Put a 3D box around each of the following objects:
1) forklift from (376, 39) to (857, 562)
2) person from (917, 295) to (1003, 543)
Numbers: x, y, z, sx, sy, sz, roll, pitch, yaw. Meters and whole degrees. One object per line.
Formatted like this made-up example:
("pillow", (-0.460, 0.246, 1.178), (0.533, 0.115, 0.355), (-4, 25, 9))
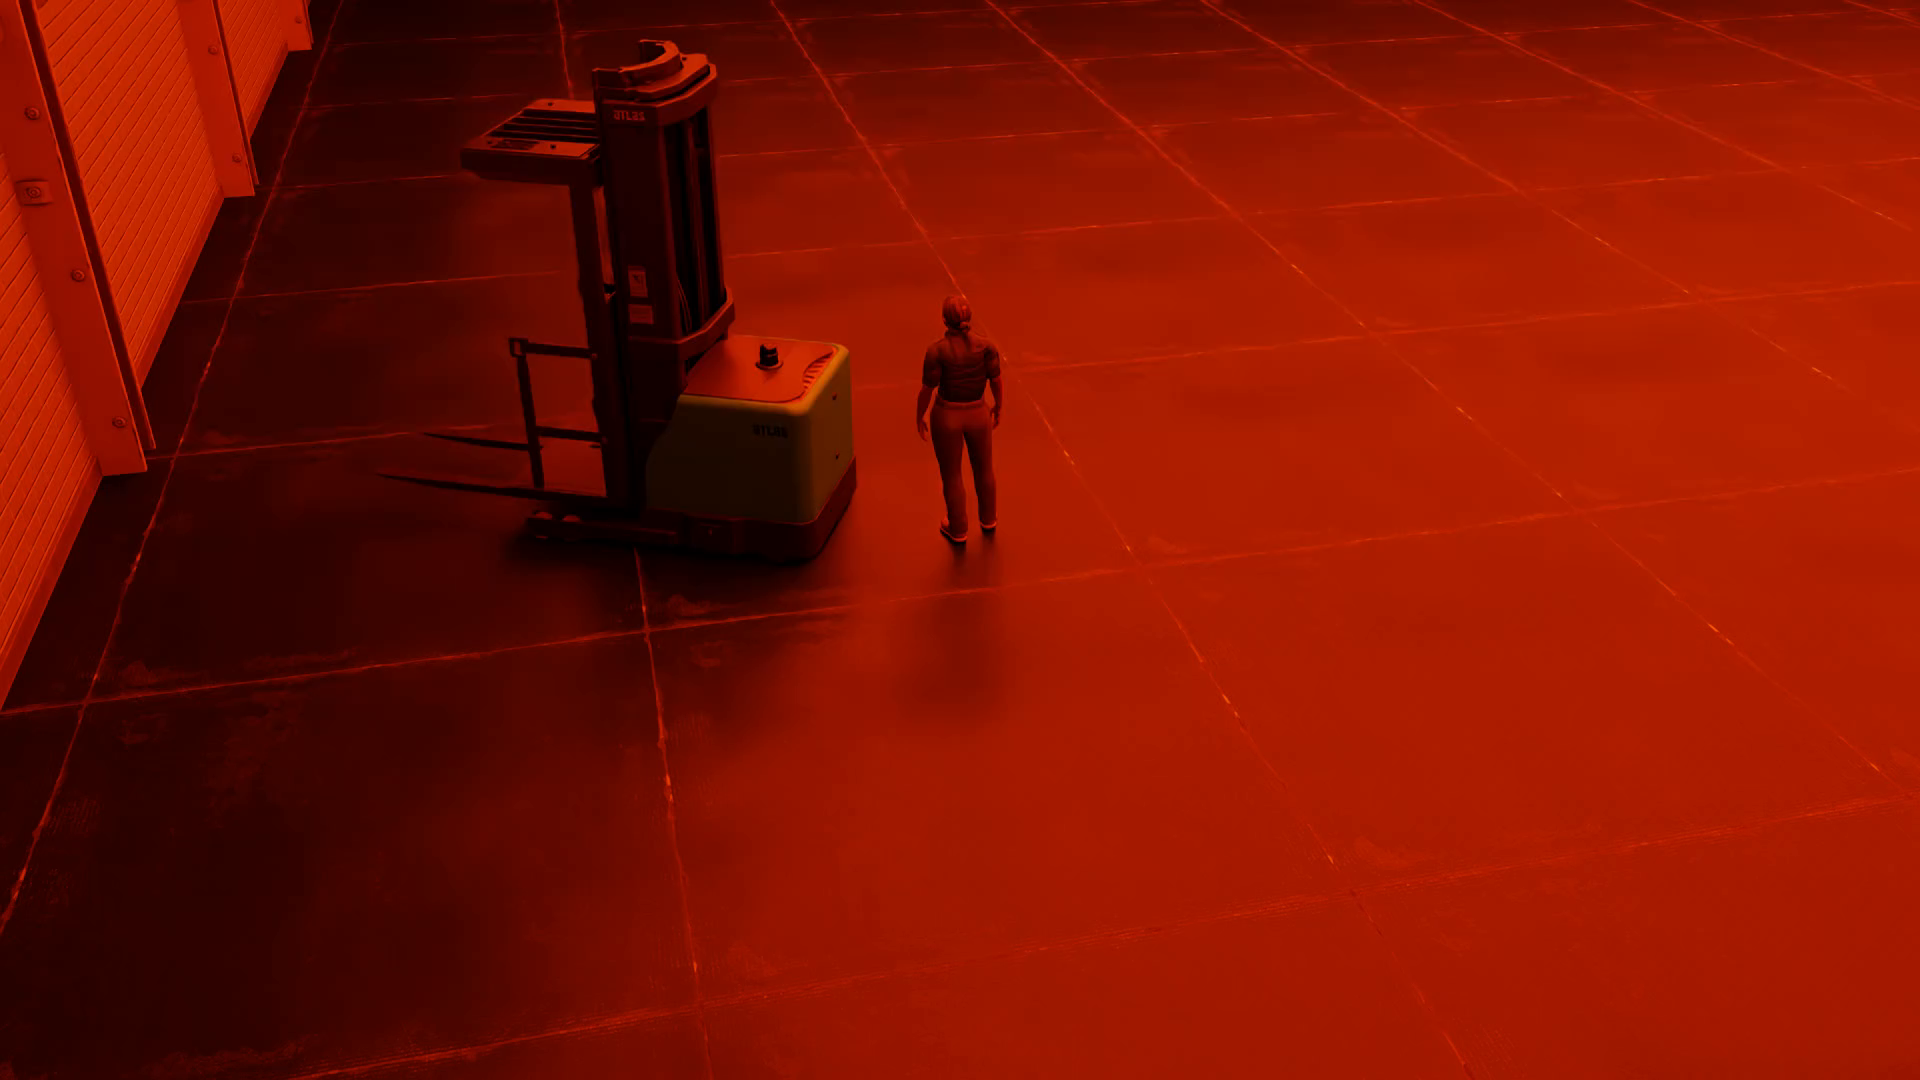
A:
("forklift", (-2.252, -1.506, 10.176), (3.031, 2.935, 1.130), (6, 31, 11))
("person", (-0.002, -0.767, 10.160), (0.570, 1.657, 0.502), (-7, 31, -12))
